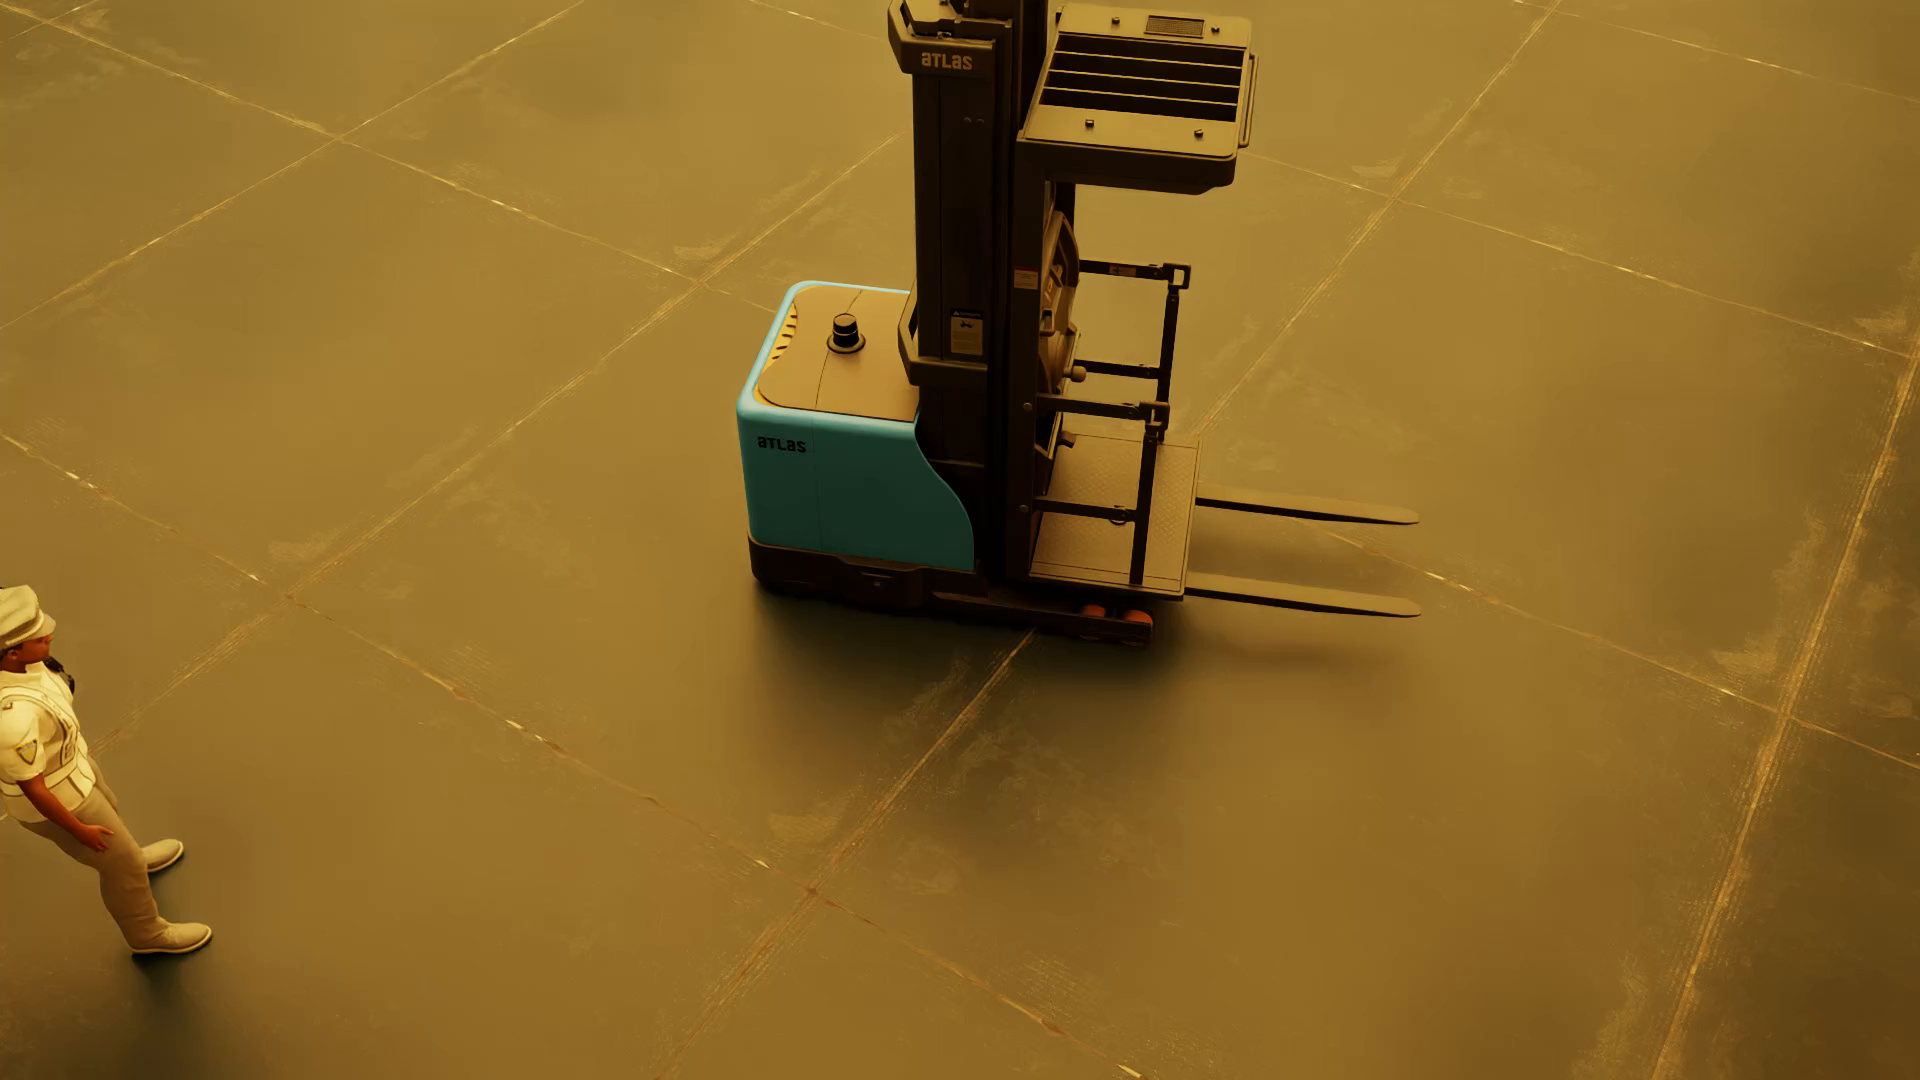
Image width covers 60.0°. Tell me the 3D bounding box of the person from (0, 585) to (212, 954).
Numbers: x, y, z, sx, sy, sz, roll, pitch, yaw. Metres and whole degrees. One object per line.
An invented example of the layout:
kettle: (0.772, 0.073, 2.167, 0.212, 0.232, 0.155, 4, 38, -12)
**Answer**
person: (-3.156, 0.847, 5.886, 0.405, 1.660, 0.597, -22, 48, -21)

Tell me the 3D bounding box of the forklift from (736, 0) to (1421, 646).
forklift: (0.598, -0.987, 6.890, 3.031, 2.935, 1.130, 7, 44, 8)
